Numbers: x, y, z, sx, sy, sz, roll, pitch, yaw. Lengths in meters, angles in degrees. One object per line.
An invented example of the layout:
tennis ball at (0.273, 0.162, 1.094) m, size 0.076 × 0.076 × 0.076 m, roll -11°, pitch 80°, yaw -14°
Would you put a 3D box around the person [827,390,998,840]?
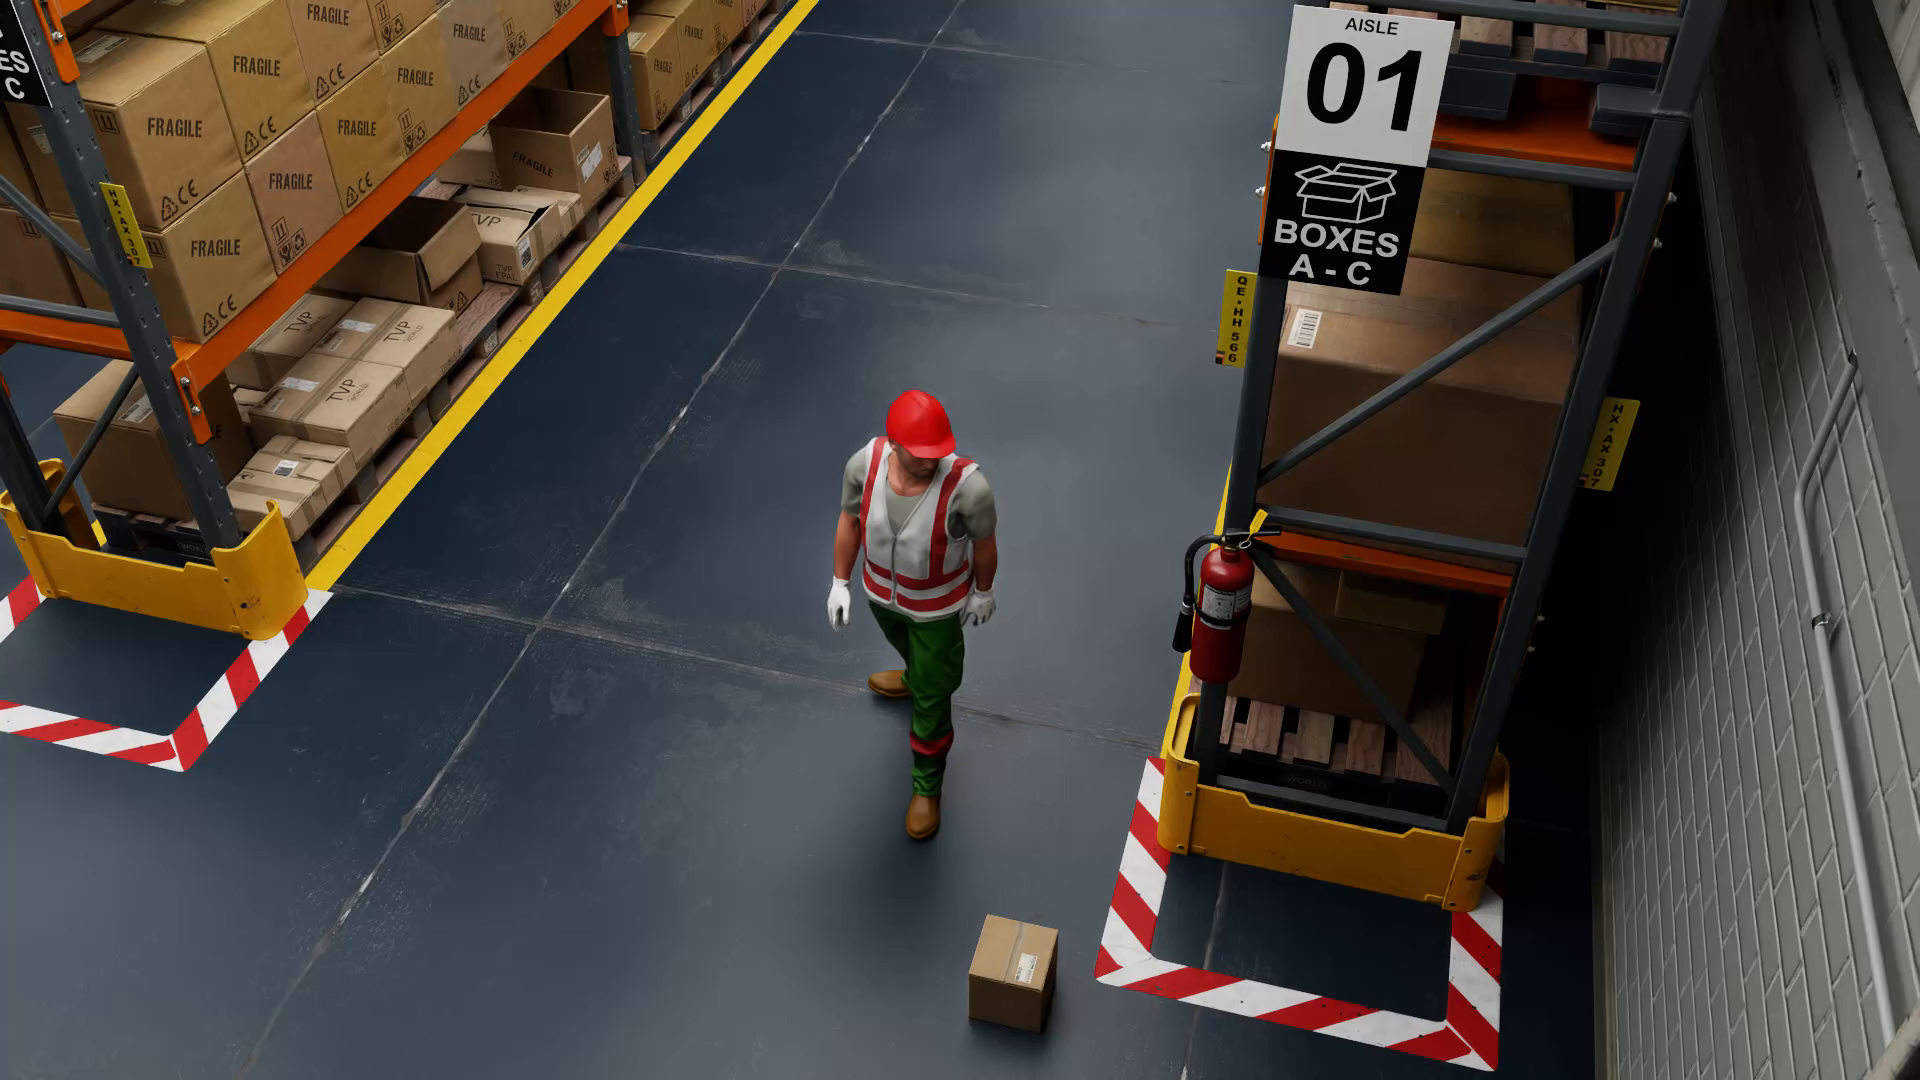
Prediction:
person at (-0.206, 0.167, 5.950) m, size 0.639 × 1.776 × 0.731 m, roll 22°, pitch 45°, yaw 24°
